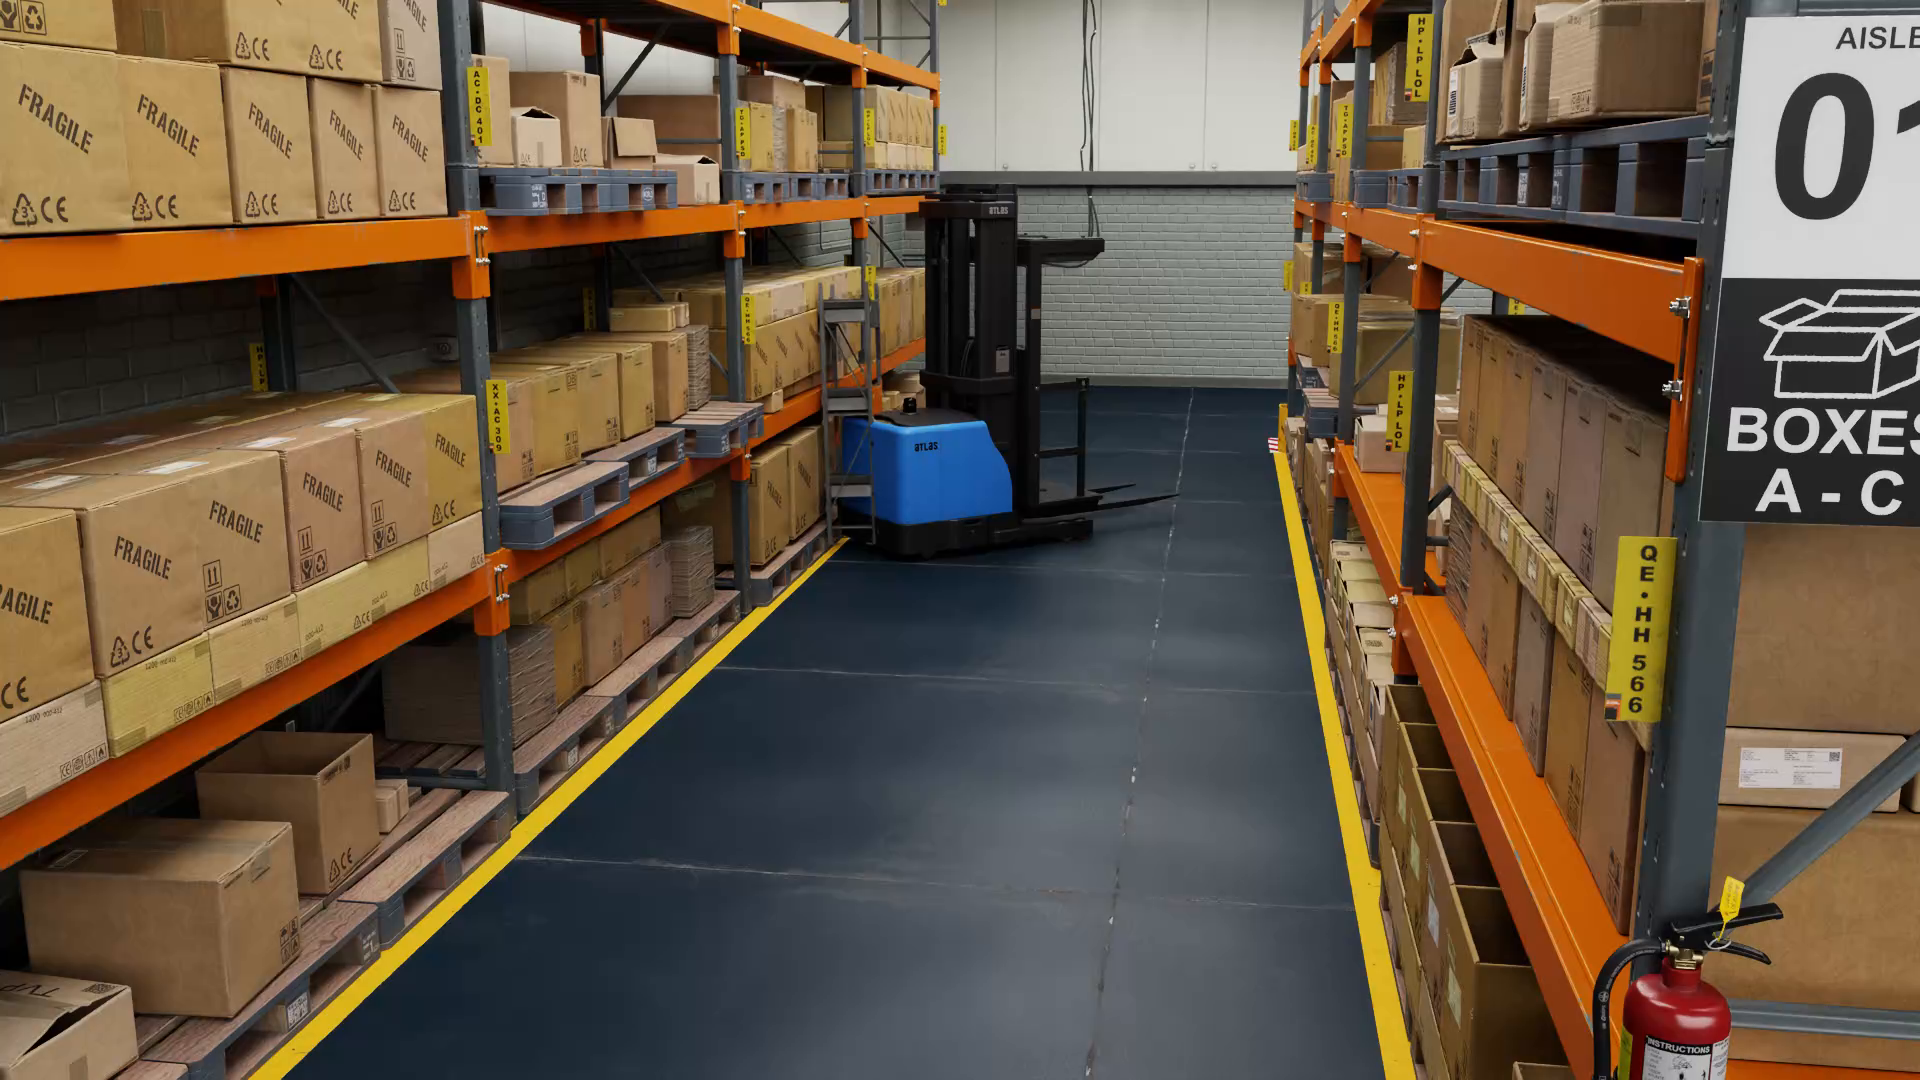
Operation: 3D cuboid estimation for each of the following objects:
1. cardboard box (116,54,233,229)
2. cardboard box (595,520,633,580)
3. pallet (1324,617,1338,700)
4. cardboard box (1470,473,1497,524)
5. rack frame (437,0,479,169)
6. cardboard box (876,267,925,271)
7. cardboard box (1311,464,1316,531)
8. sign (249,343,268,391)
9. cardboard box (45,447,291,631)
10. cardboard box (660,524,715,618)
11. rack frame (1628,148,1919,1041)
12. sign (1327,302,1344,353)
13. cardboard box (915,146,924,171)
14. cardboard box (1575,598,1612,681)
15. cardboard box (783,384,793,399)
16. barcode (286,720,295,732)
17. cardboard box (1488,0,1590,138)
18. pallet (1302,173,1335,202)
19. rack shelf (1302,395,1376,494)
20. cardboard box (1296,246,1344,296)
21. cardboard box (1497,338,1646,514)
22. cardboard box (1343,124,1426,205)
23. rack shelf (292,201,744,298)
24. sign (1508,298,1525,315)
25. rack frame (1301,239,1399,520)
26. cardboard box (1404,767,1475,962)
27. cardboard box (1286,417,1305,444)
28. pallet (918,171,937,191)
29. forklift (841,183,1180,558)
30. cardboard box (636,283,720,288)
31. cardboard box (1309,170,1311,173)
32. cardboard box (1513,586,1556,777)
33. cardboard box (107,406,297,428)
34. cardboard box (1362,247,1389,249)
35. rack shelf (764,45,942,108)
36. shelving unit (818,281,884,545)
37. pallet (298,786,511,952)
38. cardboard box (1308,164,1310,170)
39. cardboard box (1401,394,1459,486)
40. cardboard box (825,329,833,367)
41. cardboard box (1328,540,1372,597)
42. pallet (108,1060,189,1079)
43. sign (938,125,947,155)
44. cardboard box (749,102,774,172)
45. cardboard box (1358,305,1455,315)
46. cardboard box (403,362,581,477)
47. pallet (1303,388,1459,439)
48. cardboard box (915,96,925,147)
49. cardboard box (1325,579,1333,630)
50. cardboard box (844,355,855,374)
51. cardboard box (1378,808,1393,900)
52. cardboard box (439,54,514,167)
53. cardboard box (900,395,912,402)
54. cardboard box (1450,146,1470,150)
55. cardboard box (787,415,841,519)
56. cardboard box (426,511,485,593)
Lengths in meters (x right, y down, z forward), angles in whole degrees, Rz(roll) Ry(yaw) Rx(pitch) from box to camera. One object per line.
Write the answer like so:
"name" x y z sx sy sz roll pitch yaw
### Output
"cardboard box" -2.640 -1.220 5.132 0.500 0.500 0.500 3 12 12
"cardboard box" -2.247 0.047 9.762 0.500 0.250 0.500 2 12 8
"pallet" 2.767 0.725 10.130 1.003 0.211 1.213 2 12 9
"cardboard box" 1.968 -0.132 5.707 0.380 0.149 0.250 2 12 8
"rack frame" -2.579 -3.068 6.870 1.000 3.000 0.127 2 12 9
"cardboard box" -0.802 -2.674 18.568 0.980 0.700 0.700 2 12 11
"cardboard box" 3.076 -0.326 13.277 0.500 0.500 0.500 2 12 9
"sign" -3.128 -0.719 7.461 0.100 0.325 0.005 2 12 9
"cardboard box" -2.584 -0.013 5.464 0.500 0.500 0.500 2 12 10
"cardboard box" -2.023 0.190 10.880 0.700 0.500 0.500 2 12 9
"rack frame" 1.701 0.857 2.898 1.000 3.000 0.127 2 12 9
"sign" 2.394 -1.351 10.584 0.100 0.325 0.005 2 12 9
"cardboard box" -0.663 -4.011 17.488 0.500 0.250 0.500 1 12 7
"cardboard box" 1.691 0.245 3.959 0.380 0.149 0.250 2 12 9
"cardboard box" -1.514 -1.185 12.921 0.380 0.149 0.250 2 12 10
"barcode" -2.899 0.820 7.200 0.001 0.075 0.075 2 12 9
"cardboard box" 1.939 -1.428 4.804 0.797 0.503 0.637 3 13 15
"pallet" 3.221 -2.666 12.571 1.213 0.211 1.003 2 12 9
"rack shelf" 3.239 -0.873 12.633 1.077 0.370 4.000 2 12 9
"cardboard box" 3.679 -2.715 16.859 0.500 0.500 0.500 2 12 9
"cardboard box" 2.100 -0.357 5.213 0.700 0.500 0.500 2 12 9
"cardboard box" 2.965 -2.416 10.725 0.910 0.500 0.500 2 12 9
"rack shelf" -2.271 -1.667 9.194 1.077 0.370 4.000 2 12 9
"sign" 3.481 -1.357 10.423 0.100 0.325 0.005 2 12 9
"rack frame" 3.547 -1.641 14.489 1.000 3.000 0.127 2 12 9
"cardboard box" 1.782 1.091 5.561 0.500 0.500 0.500 2 12 9
"cardboard box" 3.721 -1.137 17.630 0.500 0.250 0.500 2 12 9
"pallet" -0.837 -3.902 18.069 1.003 0.211 1.213 2 12 9
"forklift" 0.521 -1.506 14.024 3.031 2.935 1.130 -8 15 -33
"cardboard box" -2.067 -1.749 12.220 0.500 0.250 0.500 1 12 7
"cardboard box" 3.446 -3.248 15.180 0.500 0.250 0.500 2 12 9
"cardboard box" 2.021 0.389 4.832 0.700 0.500 0.500 2 12 10
"cardboard box" -2.941 -0.240 6.516 0.500 0.500 0.500 2 12 8
"cardboard box" 4.213 -2.697 16.776 0.500 0.500 0.500 2 12 10
"rack shelf" -1.041 -4.603 16.648 1.077 0.370 4.000 2 12 9
"shelving unit" -0.869 -1.032 13.538 0.431 2.100 0.503 -1 7 7
"pallet" -2.647 1.369 7.142 1.003 0.211 1.213 2 12 9
"cardboard box" 3.434 -3.493 15.129 0.500 0.250 0.500 2 12 9
"cardboard box" 2.690 -0.508 8.991 0.500 0.500 0.500 1 12 6
"cardboard box" -1.325 -1.690 13.724 0.500 0.500 0.500 2 12 9
"cardboard box" 2.561 0.156 10.350 0.500 0.311 0.500 2 12 11
"pallet" -3.022 1.876 4.785 1.003 0.211 1.213 2 12 9
"sign" -0.199 -4.474 18.598 0.100 0.325 0.005 2 12 9
"cardboard box" -1.818 -3.028 12.523 0.700 0.500 0.500 3 12 12
"cardboard box" 3.336 -1.526 12.718 0.700 0.500 0.500 -1 12 -6
"cardboard box" -2.374 -0.620 8.471 0.700 0.500 0.500 3 13 14
"pallet" 2.967 -0.858 11.311 1.213 0.211 1.003 2 12 9
"cardboard box" -0.664 -4.382 17.430 0.500 0.500 0.500 2 12 10
"cardboard box" 2.561 0.430 10.409 0.500 0.250 0.500 2 12 8
"cardboard box" -1.136 -1.555 14.638 0.380 0.149 0.250 2 12 10
"cardboard box" 1.946 1.250 6.604 0.500 0.250 0.500 2 12 9
"cardboard box" -2.416 -1.967 7.648 0.500 0.500 0.500 4 13 17
"cardboard box" -0.896 -1.259 17.652 0.700 0.500 0.500 1 12 7
"cardboard box" 2.502 -1.817 7.542 0.500 0.250 0.500 1 12 3
"cardboard box" -1.454 -0.631 13.906 0.750 0.750 0.750 2 12 10
"cardboard box" -2.352 0.036 7.013 0.500 0.250 0.500 2 12 9
